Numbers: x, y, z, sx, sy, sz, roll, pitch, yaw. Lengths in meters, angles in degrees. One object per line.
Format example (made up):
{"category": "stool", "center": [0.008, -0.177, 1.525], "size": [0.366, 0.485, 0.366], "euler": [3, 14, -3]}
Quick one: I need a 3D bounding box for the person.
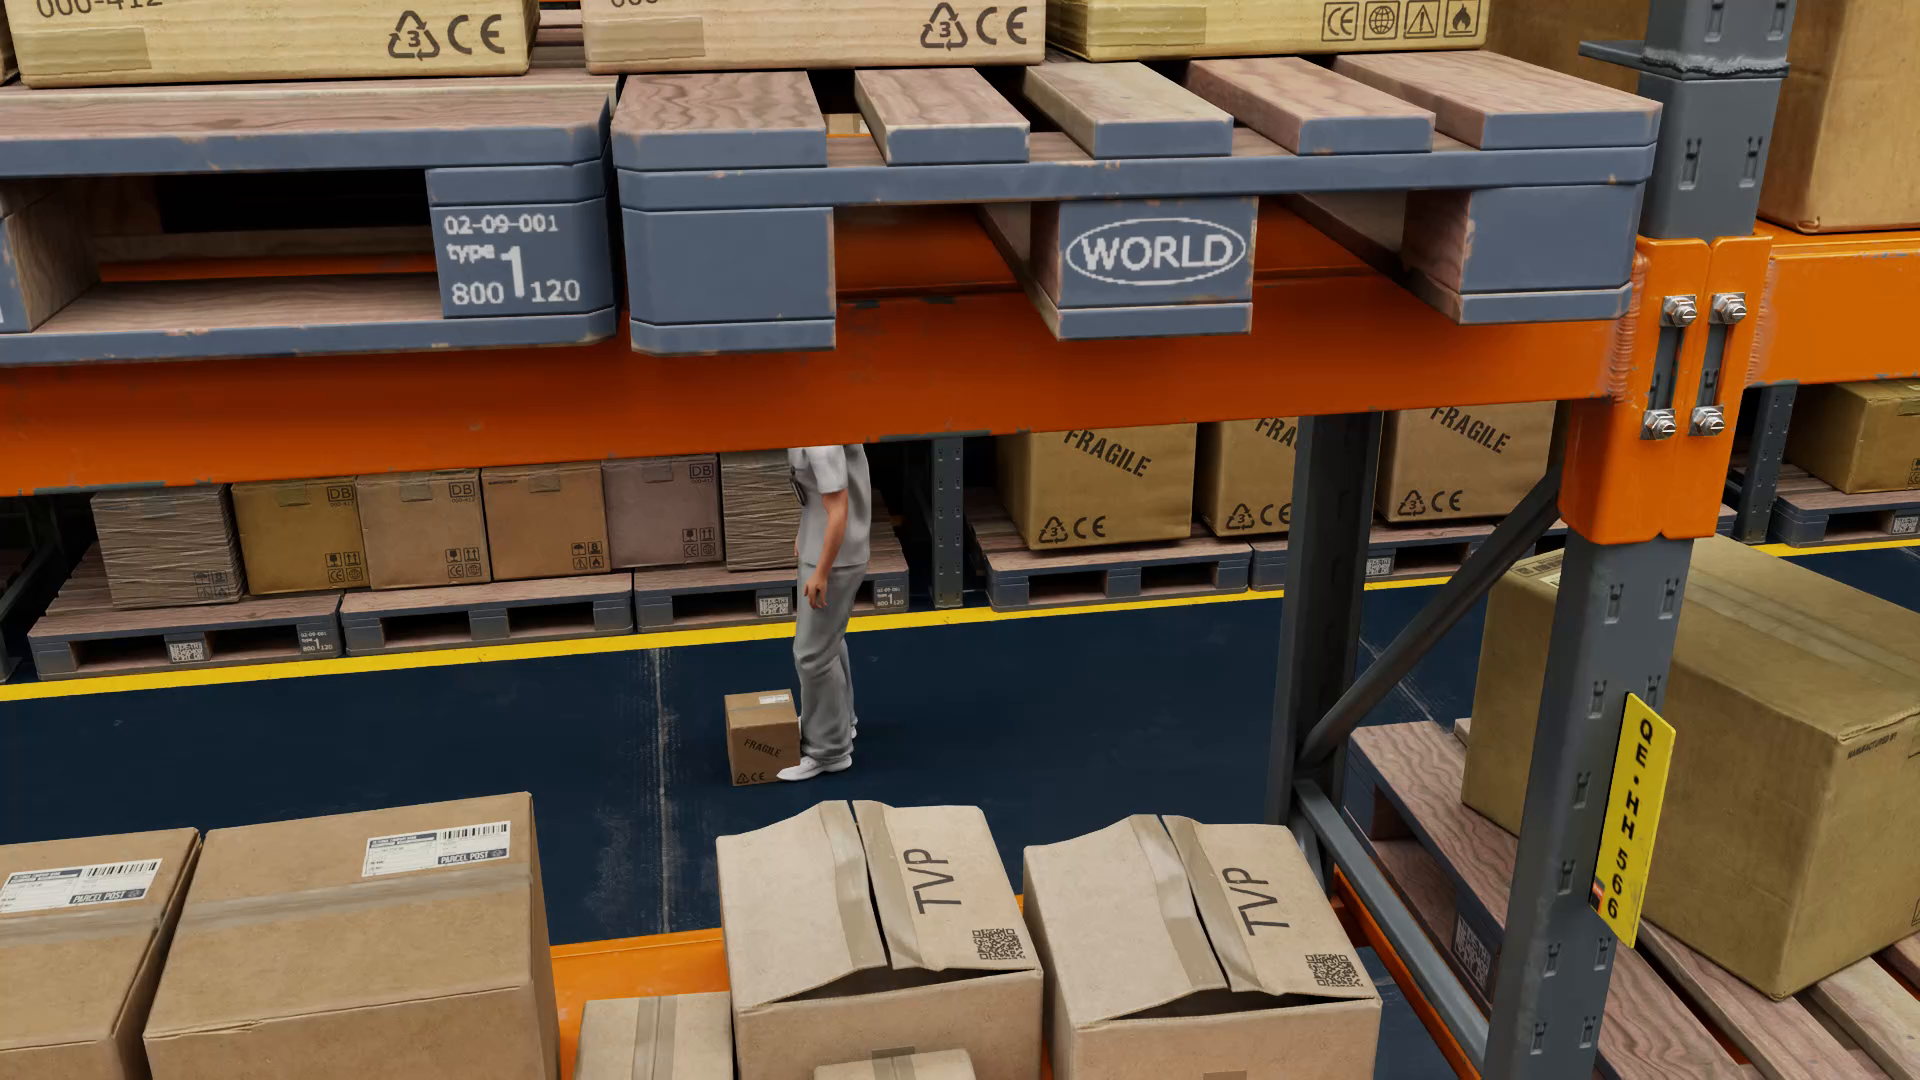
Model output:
{"category": "person", "center": [-0.519, 0.060, 5.961], "size": [0.404, 1.673, 0.486], "euler": [-4, 24, -10]}
